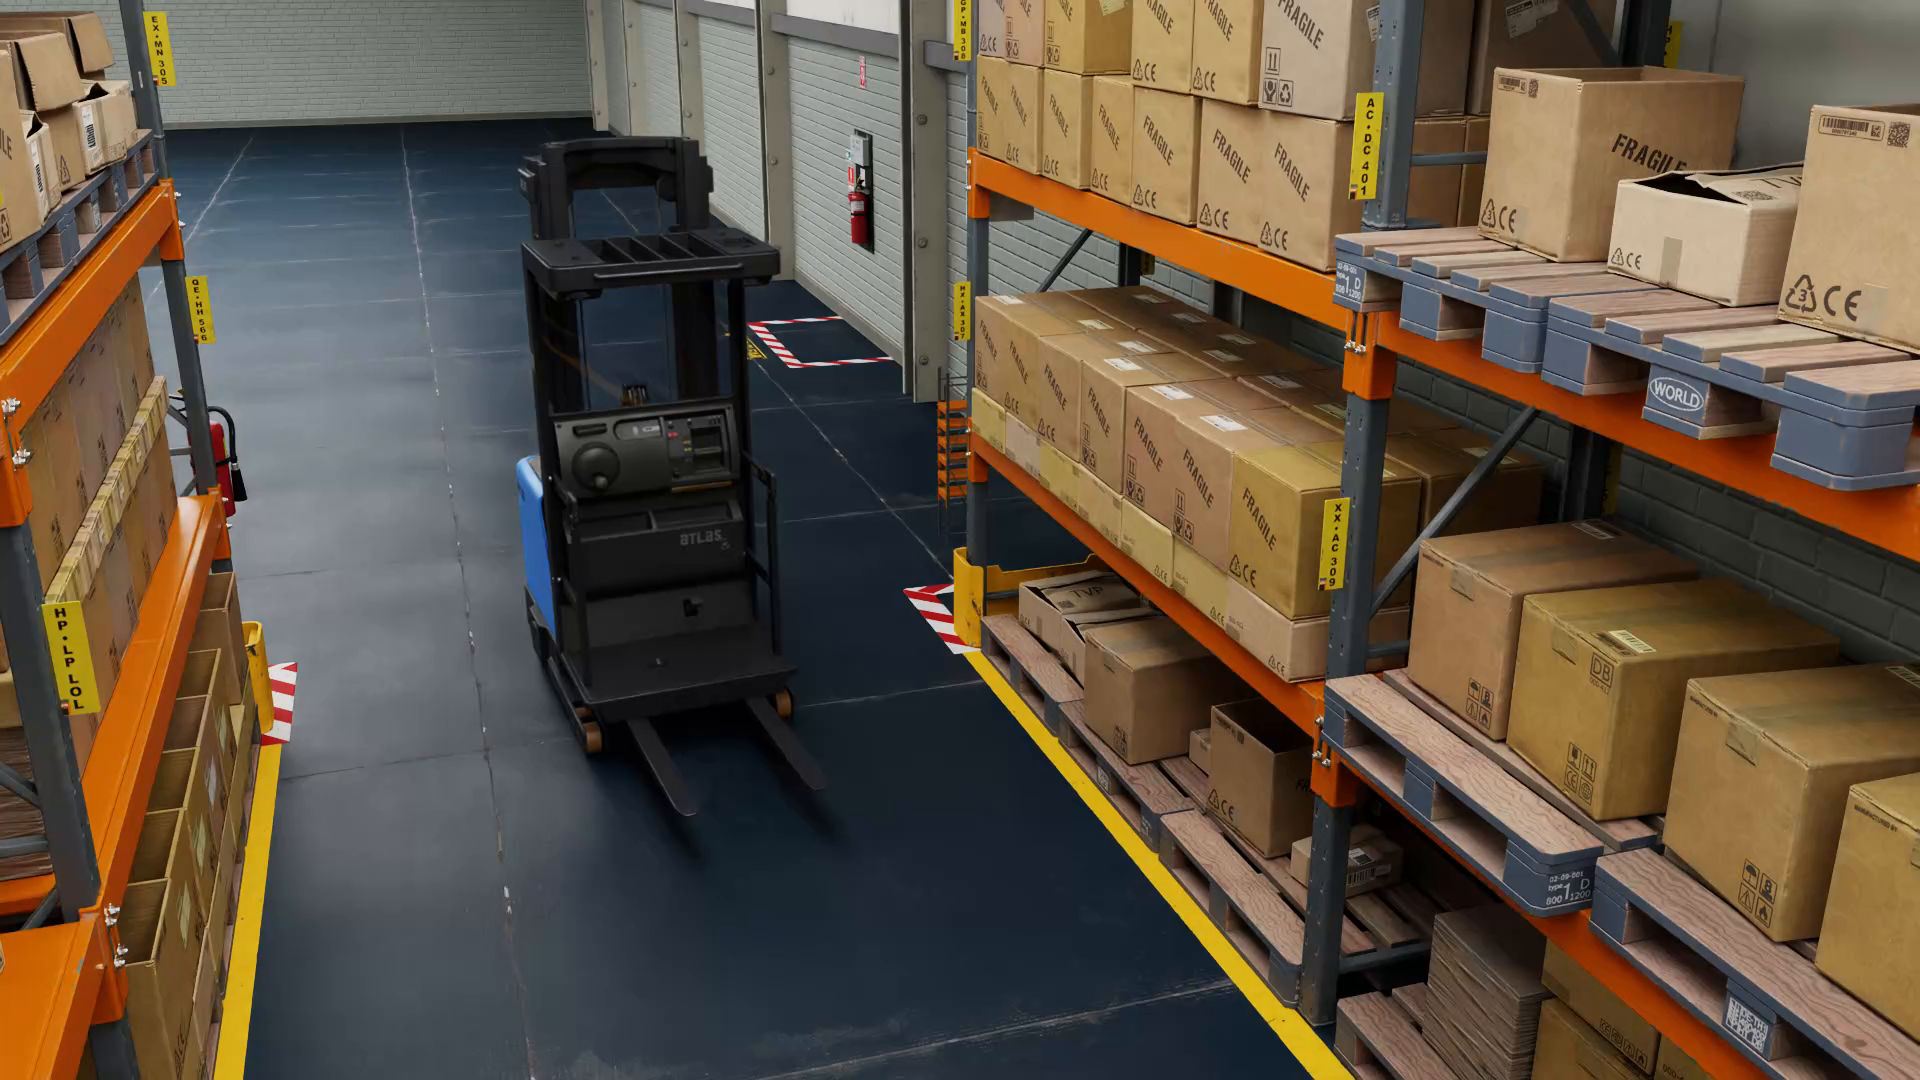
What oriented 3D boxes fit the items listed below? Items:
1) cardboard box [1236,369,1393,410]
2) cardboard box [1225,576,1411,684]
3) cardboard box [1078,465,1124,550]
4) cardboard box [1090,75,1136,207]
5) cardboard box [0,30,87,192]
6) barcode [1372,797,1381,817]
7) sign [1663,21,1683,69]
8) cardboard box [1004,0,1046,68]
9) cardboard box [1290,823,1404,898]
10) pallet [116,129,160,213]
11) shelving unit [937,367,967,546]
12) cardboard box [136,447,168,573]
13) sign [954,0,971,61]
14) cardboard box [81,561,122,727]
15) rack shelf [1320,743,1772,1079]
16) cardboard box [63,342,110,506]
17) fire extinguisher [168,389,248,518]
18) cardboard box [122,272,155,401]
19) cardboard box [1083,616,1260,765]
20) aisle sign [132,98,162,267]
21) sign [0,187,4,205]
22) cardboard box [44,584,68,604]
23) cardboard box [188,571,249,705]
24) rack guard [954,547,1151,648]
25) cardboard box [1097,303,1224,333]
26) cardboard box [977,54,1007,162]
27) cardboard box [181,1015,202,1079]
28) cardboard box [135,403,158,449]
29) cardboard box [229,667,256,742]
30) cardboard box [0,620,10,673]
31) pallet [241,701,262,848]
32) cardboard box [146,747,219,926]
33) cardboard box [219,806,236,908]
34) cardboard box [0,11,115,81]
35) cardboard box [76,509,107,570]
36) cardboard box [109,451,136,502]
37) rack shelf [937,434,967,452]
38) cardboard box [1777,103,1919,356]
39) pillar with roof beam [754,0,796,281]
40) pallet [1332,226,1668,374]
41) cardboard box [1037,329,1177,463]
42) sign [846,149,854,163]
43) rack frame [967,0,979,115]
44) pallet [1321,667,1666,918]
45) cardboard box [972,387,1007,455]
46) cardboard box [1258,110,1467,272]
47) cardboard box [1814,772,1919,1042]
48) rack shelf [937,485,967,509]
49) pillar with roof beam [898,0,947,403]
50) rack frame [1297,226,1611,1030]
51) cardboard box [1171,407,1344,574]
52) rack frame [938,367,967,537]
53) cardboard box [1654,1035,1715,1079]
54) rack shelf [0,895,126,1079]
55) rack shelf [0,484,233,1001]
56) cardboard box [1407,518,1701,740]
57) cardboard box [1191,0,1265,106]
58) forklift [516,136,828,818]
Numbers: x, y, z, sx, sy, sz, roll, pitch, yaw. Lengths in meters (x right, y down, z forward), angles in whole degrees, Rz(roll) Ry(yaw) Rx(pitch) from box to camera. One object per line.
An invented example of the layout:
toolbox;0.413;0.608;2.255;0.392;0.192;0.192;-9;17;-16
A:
cardboard box;1.528;-0.429;7.257;0.500;0.500;0.500;-6;21;-16
cardboard box;1.352;0.304;6.325;0.500;0.250;0.500;-6;21;-17
cardboard box;0.871;-0.178;7.667;0.500;0.250;0.500;-6;21;-17
cardboard box;0.889;-1.743;7.218;0.500;0.500;0.500;-5;20;-14
cardboard box;-3.311;-1.376;5.391;0.797;0.503;0.637;-4;20;-11
barcode;1.806;1.159;7.214;0.001;0.075;0.075;-6;21;-17
sign;2.314;-1.538;5.476;0.100;0.325;0.005;-6;21;-17
cardboard box;0.531;-2.544;7.968;0.500;0.500;0.500;-7;21;-18
cardboard box;1.592;1.320;6.844;0.380;0.166;0.250;-9;22;-24
pallet;-3.973;-1.534;6.944;1.003;0.211;1.213;-6;21;-17
shelving unit;-0.005;-0.569;11.227;0.258;1.200;0.189;-6;21;-17
cardboard box;-3.866;-0.121;7.169;0.700;0.500;0.500;-6;21;-16
sign;0.016;-2.686;8.728;0.100;0.325;0.005;-6;21;-17
cardboard box;-3.385;0.371;5.798;0.700;0.500;0.500;-6;21;-16
rack shelf;2.417;1.343;4.305;1.077;0.370;4.000;-6;21;-17
cardboard box;-3.532;-0.392;6.005;0.700;0.500;0.500;-6;21;-17
fire extinguisher;-3.767;-0.444;8.331;0.296;0.674;0.183;-6;21;-17
cardboard box;-4.019;-0.883;7.371;0.700;0.500;0.500;-6;21;-17
cardboard box;1.025;0.703;8.068;0.700;0.500;0.500;-8;21;-21
aisle sign;-3.912;-1.669;7.781;0.394;0.787;0.004;-6;21;-17
sign;-2.401;-0.974;4.023;0.100;0.325;0.005;-6;21;-17
cardboard box;-2.976;0.268;5.126;0.380;0.149;0.250;-7;21;-19
cardboard box;-3.720;0.490;7.951;0.500;0.500;0.500;-6;21;-17
rack guard;0.555;0.280;9.898;1.175;0.500;0.348;-6;21;-17
cardboard box;1.030;-0.922;8.628;0.500;0.500;0.500;-6;21;-16
cardboard box;0.399;-2.255;8.644;0.500;0.500;0.500;-6;21;-16
cardboard box;-2.771;1.805;5.399;0.500;0.250;0.500;-6;21;-17
cardboard box;-3.706;-0.478;7.202;0.380;0.149;0.250;-7;21;-18
cardboard box;-3.722;0.843;8.077;0.500;0.250;0.500;-6;21;-17
cardboard box;-3.059;0.091;4.660;0.700;0.500;0.500;-6;21;-17
pallet;-3.890;1.160;7.876;1.003;0.211;1.213;-6;21;-17
cardboard box;-3.076;1.131;6.169;0.500;0.500;0.500;-6;21;-17
cardboard box;-3.239;1.324;6.740;0.500;0.250;0.500;-6;21;-17
cardboard box;-3.994;-1.933;6.941;0.797;0.503;0.637;-5;20;-13
cardboard box;-3.223;0.018;5.822;0.380;0.149;0.250;-7;21;-19
cardboard box;-3.461;-0.228;6.507;0.380;0.149;0.250;-6;21;-16
rack shelf;-0.005;-0.640;11.201;0.258;0.103;0.180;-6;21;-17
cardboard box;2.272;-0.714;3.761;0.500;0.500;0.500;-7;21;-19
pillar with roof beam;-6.286;-7.005;17.608;9.100;9.000;0.400;-6;21;-17
pallet;1.881;-0.751;4.912;1.213;0.211;1.003;-6;21;-17
cardboard box;0.698;-0.702;8.015;0.500;0.500;0.500;-7;21;-19
sign;-1.137;-3.963;17.176;0.001;0.109;0.331;-6;21;-17
rack frame;0.531;-3.745;8.530;1.000;3.000;0.127;-6;21;-17
pallet;1.890;0.713;5.276;1.003;0.211;1.213;-6;21;-17
cardboard box;0.383;-0.670;9.036;0.500;0.250;0.500;-7;21;-19
cardboard box;1.394;-1.242;5.823;0.500;0.500;0.500;-6;21;-16
cardboard box;2.475;0.845;3.828;0.700;0.500;0.500;-6;21;-17
rack shelf;-0.005;-0.302;11.323;0.258;0.103;0.180;-6;21;-17
pillar with roof beam;-4.401;-5.080;12.247;9.100;9.000;0.400;-6;21;-17
rack frame;1.788;0.362;5.970;1.000;3.000;0.127;-6;21;-17
cardboard box;1.184;-0.208;6.640;0.500;0.500;0.500;-7;21;-18
rack frame;-0.033;-0.599;11.308;0.240;1.200;0.006;-6;21;-17
cardboard box;2.344;1.521;4.682;0.500;0.250;0.500;-7;21;-19
rack shelf;-2.285;1.870;2.836;1.077;0.370;4.000;-6;21;-17
rack shelf;-3.542;0.587;6.410;1.077;0.370;4.000;-6;21;-17
cardboard box;1.916;0.275;5.414;0.700;0.500;0.500;-6;21;-17
cardboard box;1.190;-1.884;6.130;0.500;0.500;0.500;-5;20;-14
forklift;-1.516;-0.460;8.362;1.130;2.935;3.031;-8;21;-22
